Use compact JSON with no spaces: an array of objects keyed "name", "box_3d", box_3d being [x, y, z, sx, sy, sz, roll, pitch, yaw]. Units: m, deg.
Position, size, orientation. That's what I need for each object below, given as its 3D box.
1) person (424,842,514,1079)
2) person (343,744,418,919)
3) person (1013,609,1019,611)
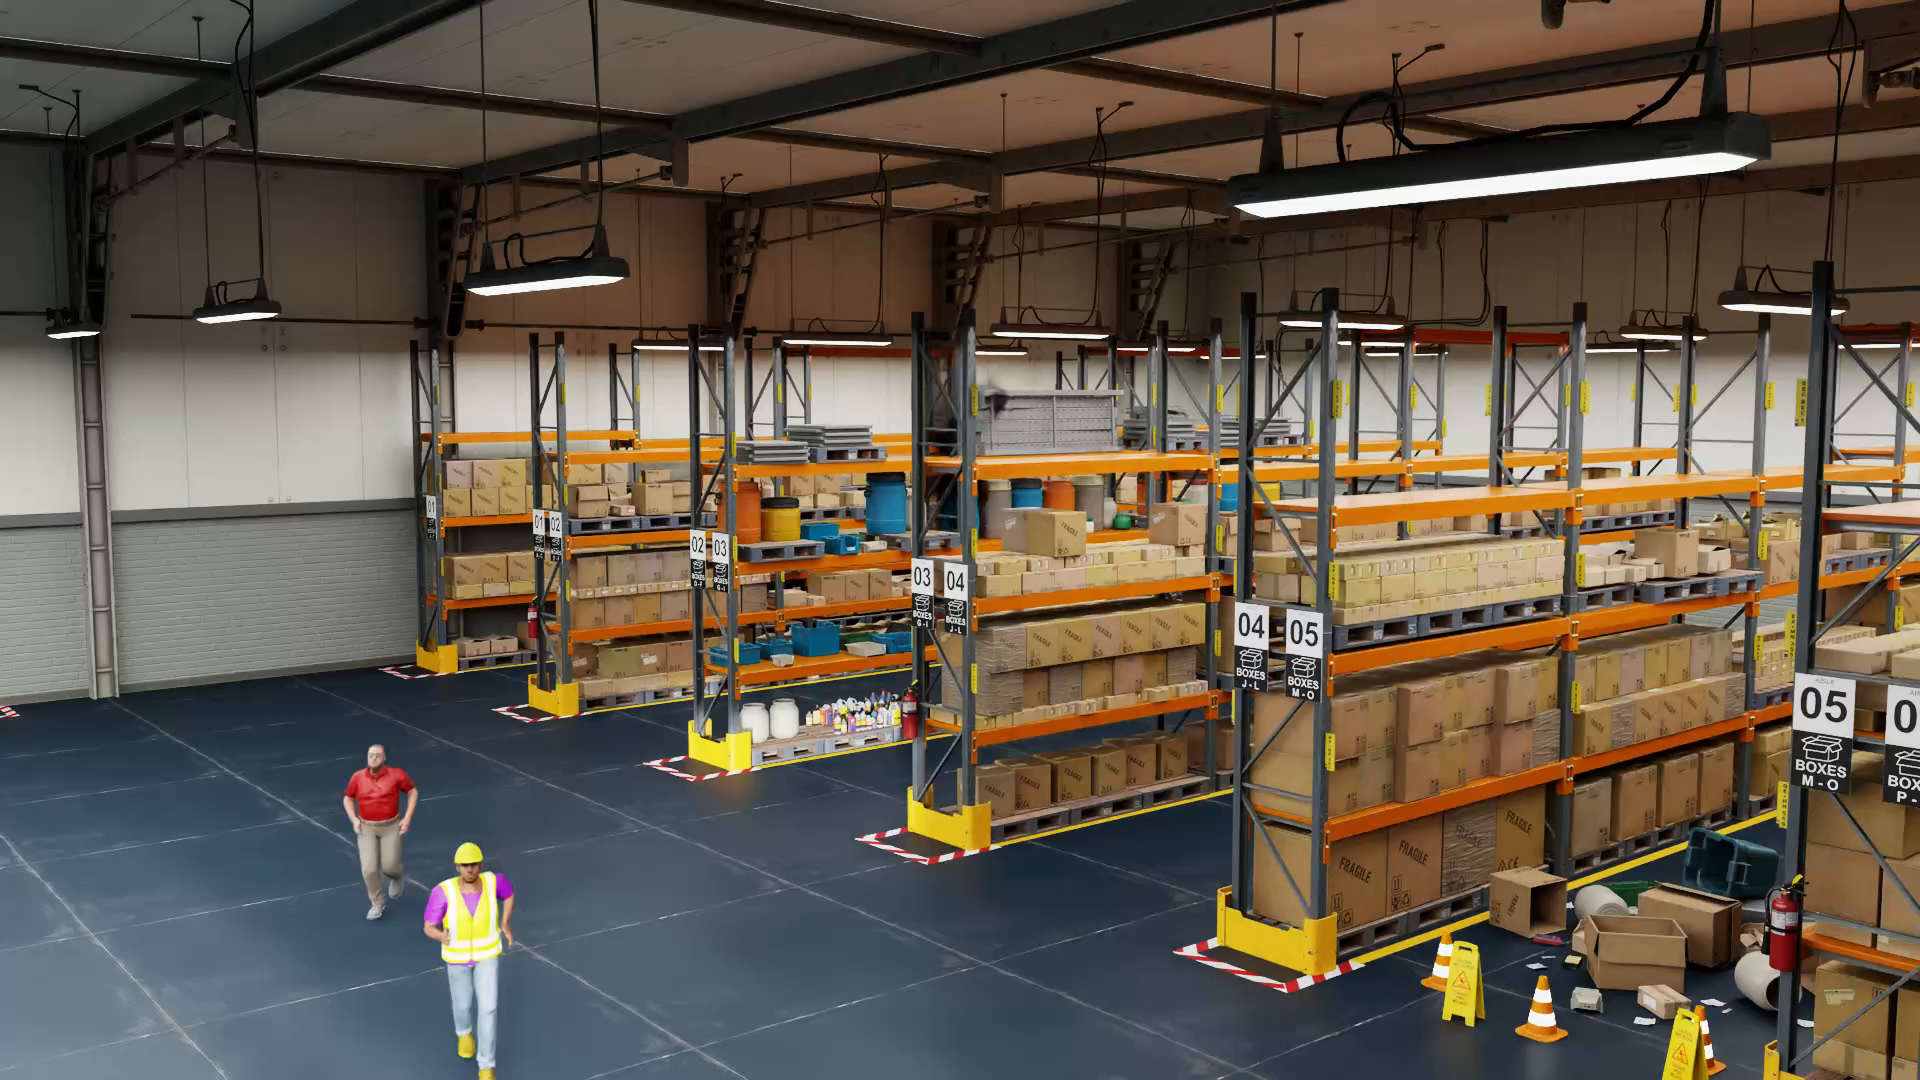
[{"name":"person","box_3d":[-3.657,3.122,12.430,0.654,1.781,0.935,-2,6,-16]},{"name":"person","box_3d":[-5.685,2.822,16.334,0.695,1.683,0.616,-1,5,-12]},{"name":"person","box_3d":[0.896,1.408,29.062,0.540,1.596,0.818,4,6,35]}]
